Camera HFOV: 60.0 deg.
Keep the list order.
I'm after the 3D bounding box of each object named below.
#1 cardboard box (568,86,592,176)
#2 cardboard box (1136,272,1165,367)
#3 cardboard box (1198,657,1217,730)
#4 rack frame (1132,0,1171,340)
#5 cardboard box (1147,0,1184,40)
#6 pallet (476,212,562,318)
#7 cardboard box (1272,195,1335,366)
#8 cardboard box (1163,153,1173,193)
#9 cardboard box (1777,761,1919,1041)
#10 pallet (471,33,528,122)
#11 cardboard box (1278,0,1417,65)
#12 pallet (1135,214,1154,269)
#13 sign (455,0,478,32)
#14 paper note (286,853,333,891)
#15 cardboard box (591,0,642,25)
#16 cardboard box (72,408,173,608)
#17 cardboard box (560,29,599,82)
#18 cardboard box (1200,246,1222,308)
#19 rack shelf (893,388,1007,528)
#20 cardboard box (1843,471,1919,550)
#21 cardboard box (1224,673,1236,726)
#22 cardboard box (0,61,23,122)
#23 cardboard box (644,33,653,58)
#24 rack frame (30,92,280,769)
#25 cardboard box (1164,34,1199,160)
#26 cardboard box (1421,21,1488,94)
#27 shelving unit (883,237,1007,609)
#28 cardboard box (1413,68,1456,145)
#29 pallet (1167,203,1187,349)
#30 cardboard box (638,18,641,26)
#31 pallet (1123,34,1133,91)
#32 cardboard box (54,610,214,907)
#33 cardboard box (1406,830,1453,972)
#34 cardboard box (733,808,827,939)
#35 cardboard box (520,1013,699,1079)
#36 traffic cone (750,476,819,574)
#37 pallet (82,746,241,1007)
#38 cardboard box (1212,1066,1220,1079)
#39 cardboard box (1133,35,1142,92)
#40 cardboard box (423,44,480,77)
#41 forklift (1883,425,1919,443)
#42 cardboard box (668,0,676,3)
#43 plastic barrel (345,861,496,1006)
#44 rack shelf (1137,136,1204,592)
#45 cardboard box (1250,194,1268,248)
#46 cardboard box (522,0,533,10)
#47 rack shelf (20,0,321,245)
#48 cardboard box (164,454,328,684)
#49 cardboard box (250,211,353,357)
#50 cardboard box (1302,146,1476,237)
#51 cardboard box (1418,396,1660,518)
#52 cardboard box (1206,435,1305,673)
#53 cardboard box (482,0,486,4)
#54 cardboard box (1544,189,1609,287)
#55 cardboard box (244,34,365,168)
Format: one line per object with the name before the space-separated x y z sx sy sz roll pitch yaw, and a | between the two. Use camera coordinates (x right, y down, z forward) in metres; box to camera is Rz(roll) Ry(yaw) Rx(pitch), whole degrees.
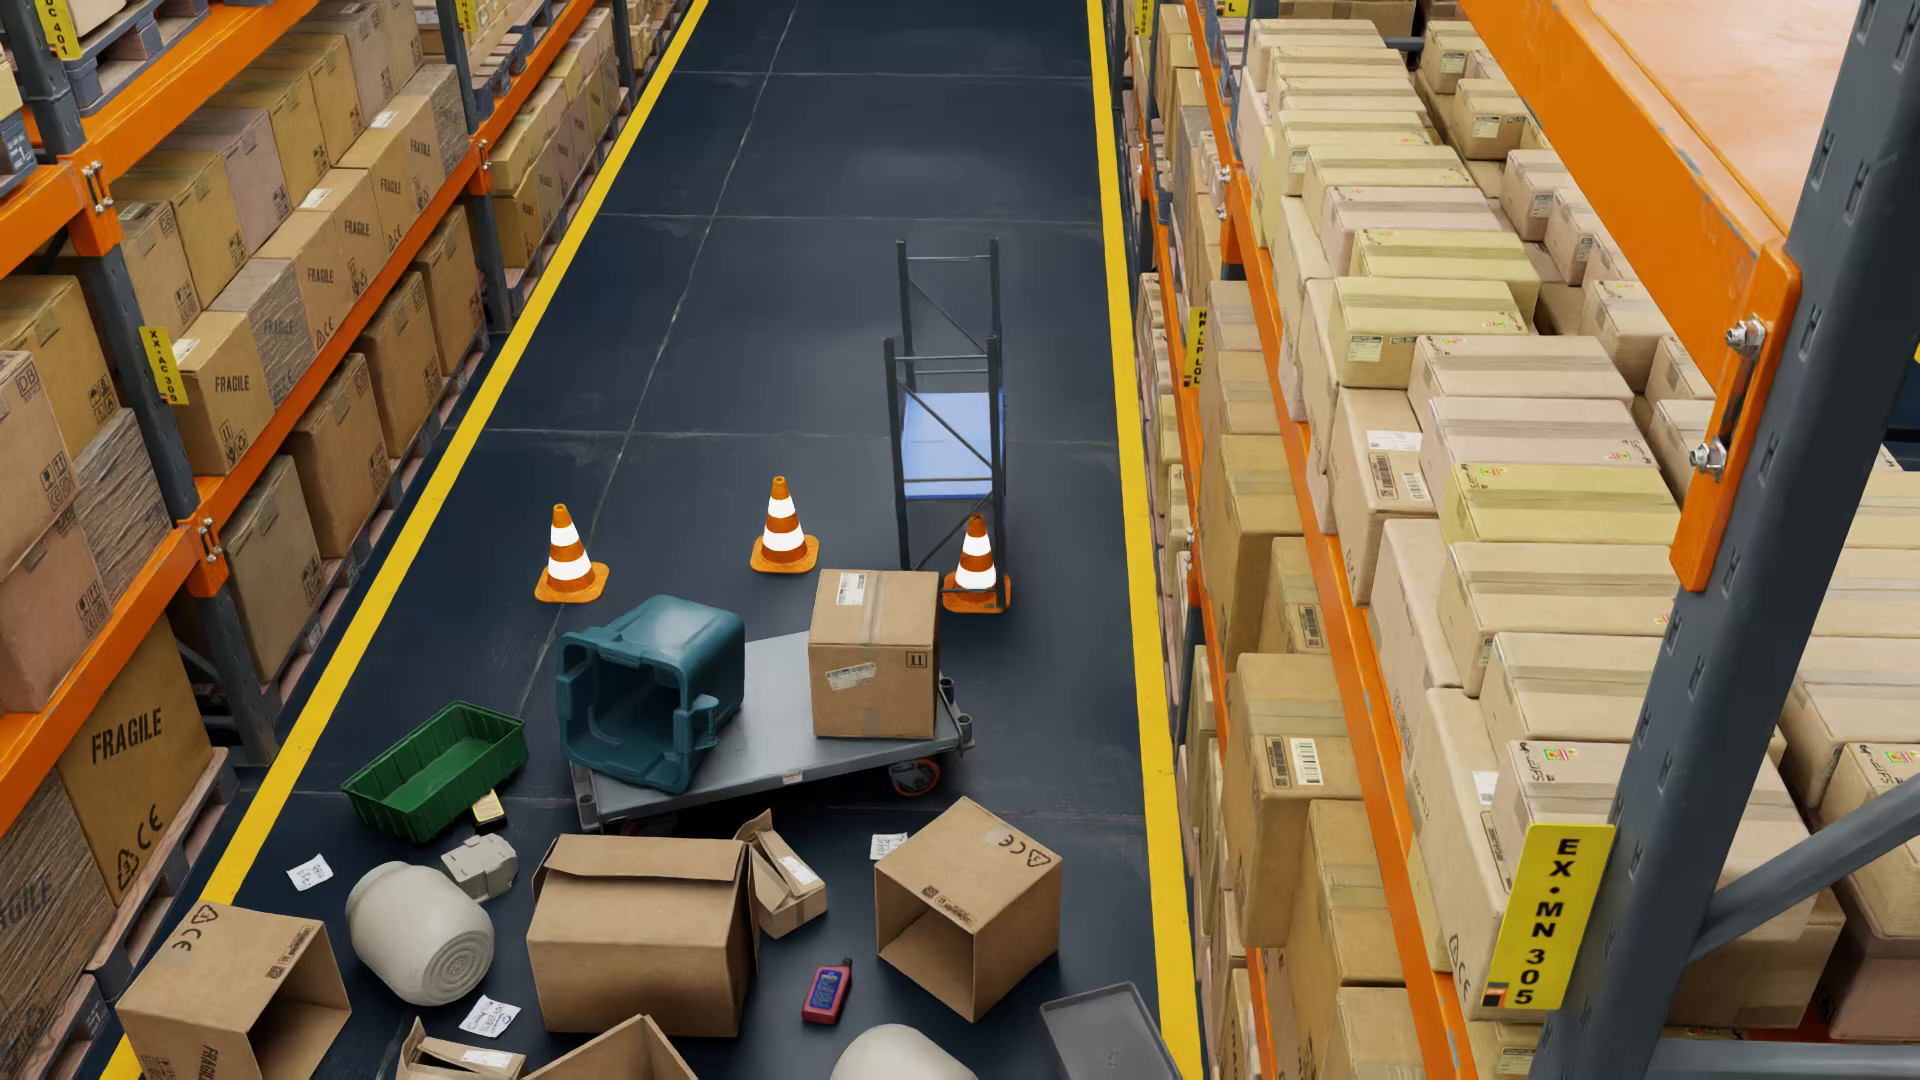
cardboard box | -3.019 -2.998 12.162 0.500 0.500 0.500 1 35 1
cardboard box | 1.561 -1.288 9.839 0.950 0.372 0.625 -1 35 -1
cardboard box | 1.075 0.567 6.090 0.380 0.149 0.250 2 35 3
rack frame | 1.594 -2.515 9.666 1.000 3.000 0.127 1 35 2
cardboard box | 1.354 -3.268 9.781 0.500 0.500 0.500 0 35 1
pallet | -3.323 -1.880 11.187 1.003 0.211 1.213 1 35 2
cardboard box | 1.098 -0.674 4.309 0.500 0.250 0.500 2 35 2
cardboard box | 1.262 -1.927 8.681 0.380 0.149 0.250 2 35 2
cardboard box | 1.559 0.511 2.623 0.500 0.250 0.500 1 35 1
pallet | -3.434 -2.905 10.387 1.213 0.211 1.003 1 35 2
cardboard box | 1.312 -1.894 5.938 0.500 0.250 0.500 1 35 1
pallet | 1.701 -1.826 11.110 1.003 0.211 1.213 1 35 2
sign | -2.801 -3.034 9.398 0.100 0.325 0.005 1 35 2
paper note | -2.639 1.348 6.750 0.147 0.020 0.142 -24 42 -30
cardboard box | -2.904 -4.469 14.042 0.380 0.149 0.250 3 35 4
cardboard box | -3.519 -0.123 6.131 0.875 0.550 0.550 1 35 2
cardboard box | -3.007 -3.597 12.361 0.500 0.250 0.500 3 35 4
cardboard box | 1.223 -0.822 6.546 0.500 0.500 0.500 1 35 1
rack shelf | -0.035 -0.424 8.290 0.538 0.185 1.000 -1 35 3
cardboard box | 1.641 0.001 3.002 0.380 0.149 0.250 1 35 2
cardboard box | 1.107 0.444 5.110 0.500 0.500 0.500 1 35 1
cardboard box | -3.212 -1.394 5.228 0.380 0.149 0.250 1 35 2
cardboard box | -2.849 -4.230 14.220 0.380 0.149 0.250 2 35 3
rack frame | -3.517 -0.273 6.476 1.000 3.000 0.127 1 35 2
cardboard box | 1.331 -2.297 8.644 0.500 0.500 0.500 3 35 4
cardboard box | 1.639 -1.481 5.110 0.380 0.149 0.250 2 35 3
shelving unit | -0.043 -0.571 8.187 0.538 1.500 1.048 -1 35 3
cardboard box | 1.685 -1.244 5.120 0.500 0.250 0.500 1 35 1
pallet | 1.556 -1.299 8.102 1.003 0.211 1.213 1 35 2
cardboard box | -2.967 -4.486 14.325 0.380 0.149 0.250 1 35 2
pallet | 1.864 -4.108 14.357 1.003 0.211 1.213 1 35 2
cardboard box | -3.612 0.784 6.454 0.875 0.875 0.875 2 35 3
cardboard box | 0.985 0.601 2.841 0.380 0.149 0.250 2 35 2
cardboard box | -0.744 1.320 6.587 0.258 0.266 0.396 -24 42 -30
cardboard box | -1.186 2.035 5.363 0.797 0.503 0.637 -24 42 -30
traffic cone | -0.903 -0.114 8.455 0.336 0.463 0.334 1 35 2
pallet | -3.625 1.303 6.659 1.003 0.211 1.213 1 35 2
cardboard box | 1.081 1.965 5.317 0.500 0.250 0.500 0 35 0
cardboard box | 1.360 -3.044 10.549 0.500 0.250 0.500 2 35 3
cardboard box | -3.136 -2.893 10.057 0.380 0.149 0.250 1 35 1
forklift | 4.000 -0.872 7.387 3.031 2.935 1.130 5 35 7
cardboard box | -2.829 -5.119 15.485 0.380 0.149 0.250 2 35 3
plastic barrel | -2.029 1.468 6.239 0.512 0.421 0.421 28 44 33
rack shelf | 1.514 -1.072 8.238 1.077 0.370 4.000 1 35 2
cardboard box | 1.107 -1.019 5.147 0.380 0.149 0.250 1 35 2
cardboard box | -3.085 -3.655 11.141 0.380 0.149 0.250 2 35 3
rack shelf | -3.436 -2.355 7.455 1.077 0.370 4.000 1 35 2
cardboard box | -3.582 0.116 7.513 1.050 0.750 0.750 1 35 2
cardboard box | -3.184 -1.188 7.690 0.500 0.500 0.500 1 35 2
cardboard box | 1.097 -0.899 4.282 0.380 0.149 0.250 0 35 0
cardboard box | 1.111 -0.150 3.217 0.380 0.149 0.250 1 35 2
cardboard box | 1.110 0.040 4.815 0.700 0.500 0.500 1 35 1
cardboard box | -3.121 -3.440 10.318 0.380 0.149 0.250 1 35 2
cardboard box | 1.654 -0.734 4.047 0.380 0.149 0.250 2 35 2
cardboard box | -3.421 -2.178 8.230 0.700 0.500 0.500 1 35 1
